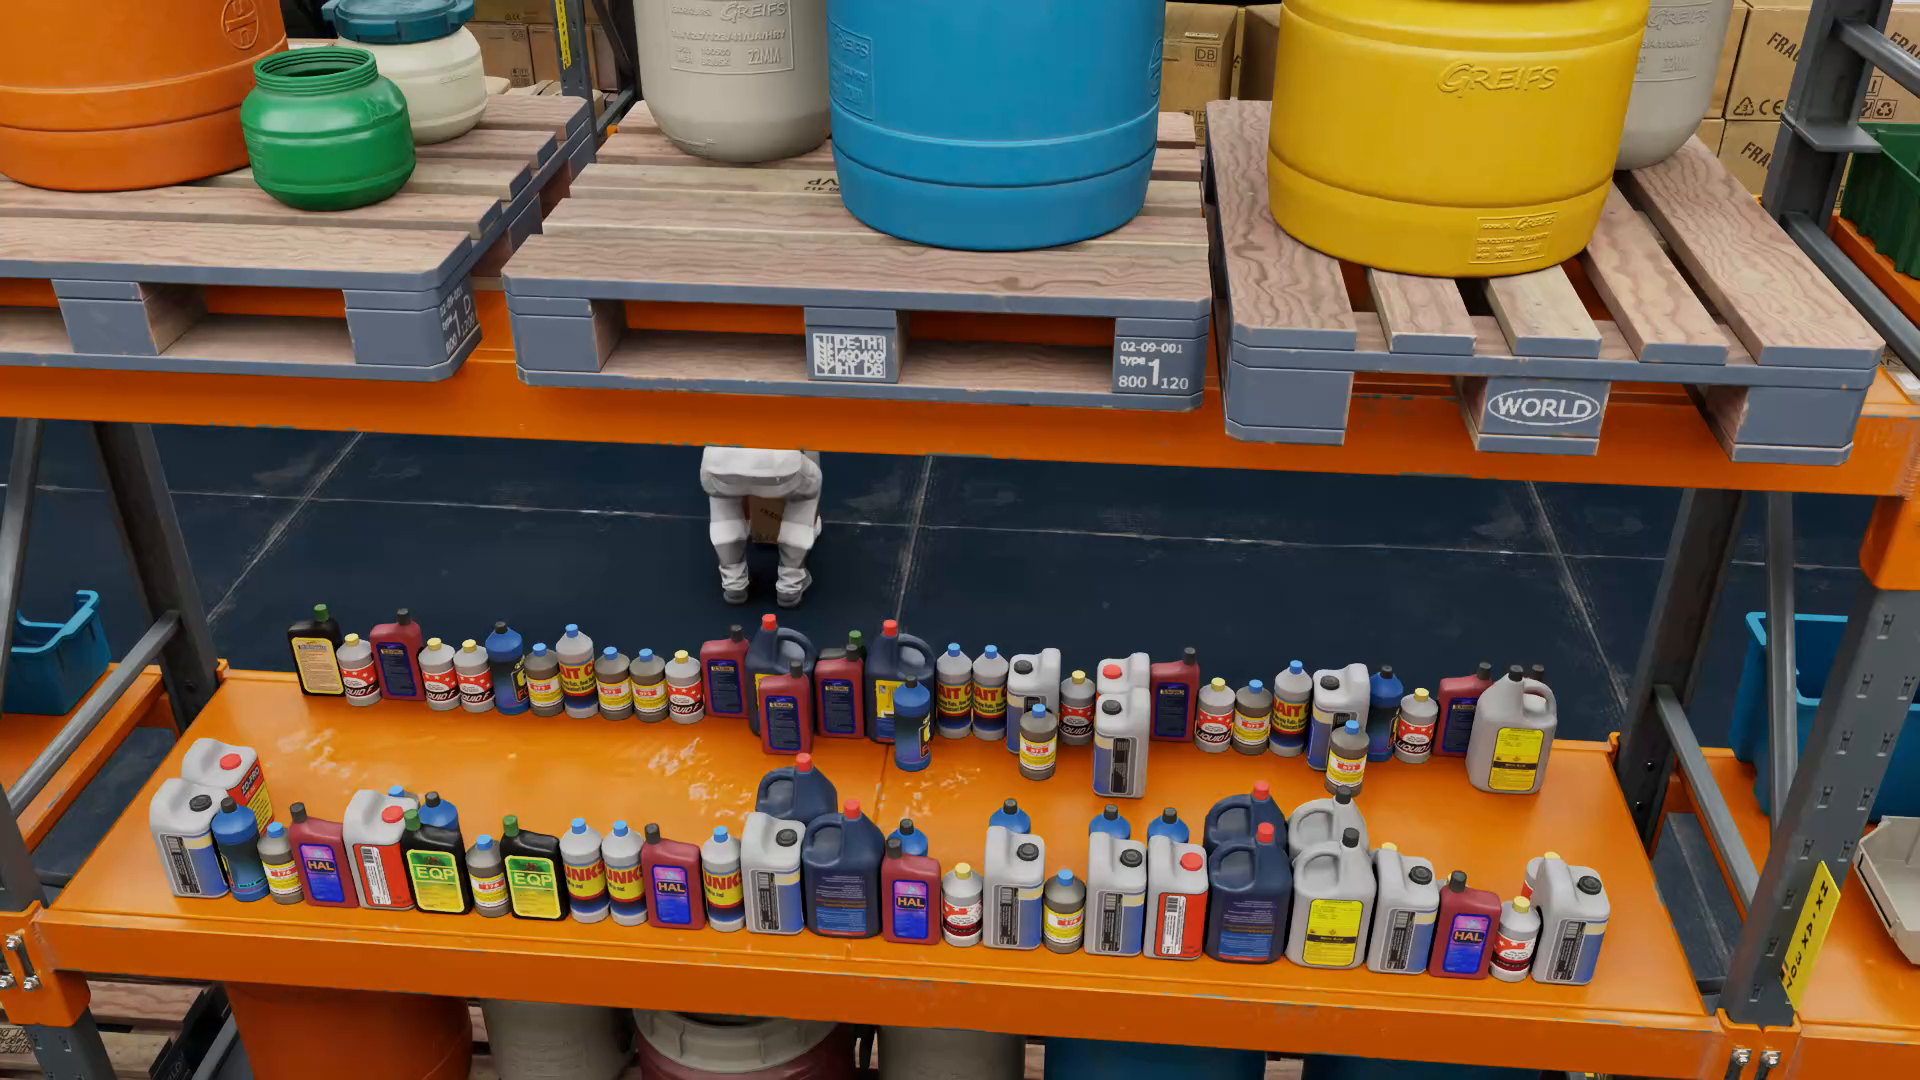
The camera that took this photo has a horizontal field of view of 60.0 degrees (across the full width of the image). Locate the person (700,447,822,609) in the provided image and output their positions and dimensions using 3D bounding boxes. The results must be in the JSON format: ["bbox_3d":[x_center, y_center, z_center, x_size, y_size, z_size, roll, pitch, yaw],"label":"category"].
[{"bbox_3d":[-0.862,-0.268,7.334,0.533,0.956,0.949,1,32,2],"label":"person"}]
